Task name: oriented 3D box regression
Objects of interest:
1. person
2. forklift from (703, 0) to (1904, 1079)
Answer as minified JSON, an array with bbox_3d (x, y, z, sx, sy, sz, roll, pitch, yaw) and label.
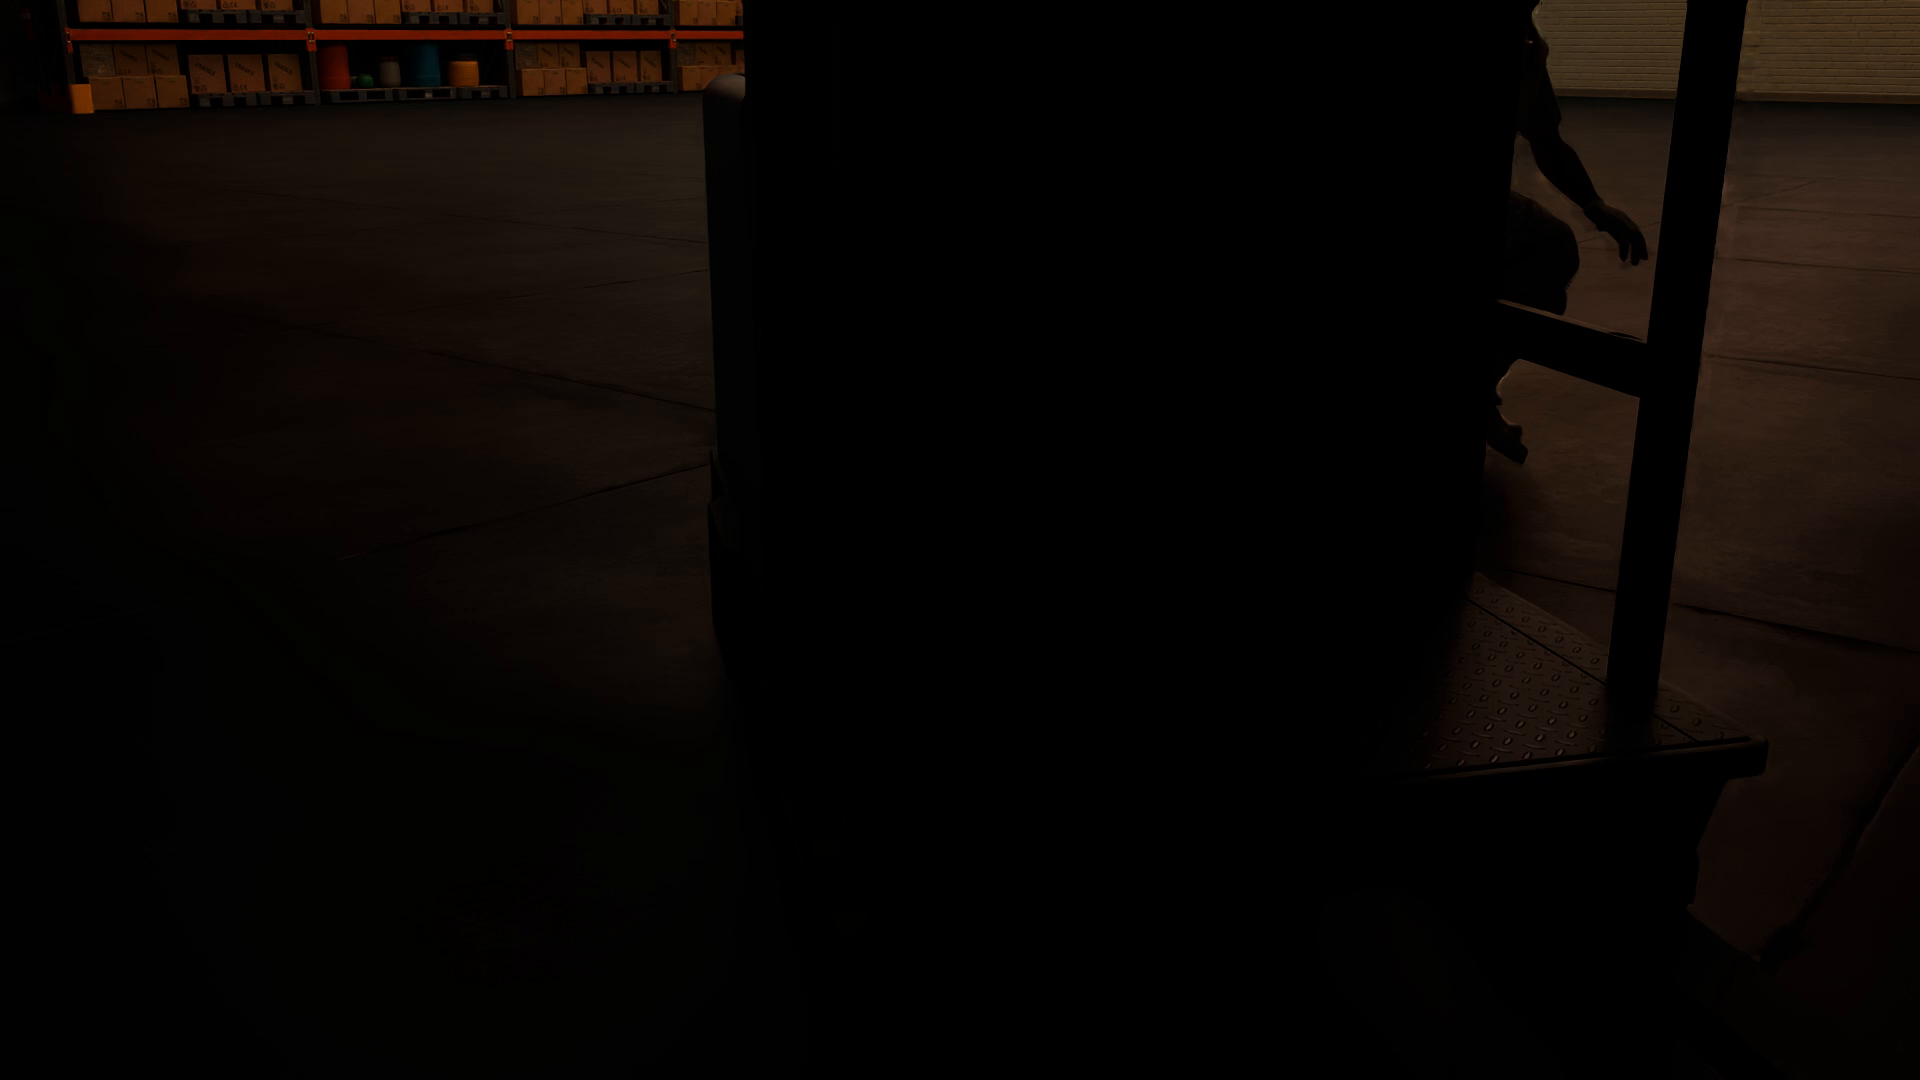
[{"bbox_3d":[1.453,-0.950,4.533,0.707,1.533,0.832,11,20,33],"label":"person"},{"bbox_3d":[0.311,-0.921,1.931,1.130,2.935,3.031,-4,17,-13],"label":"forklift"}]
